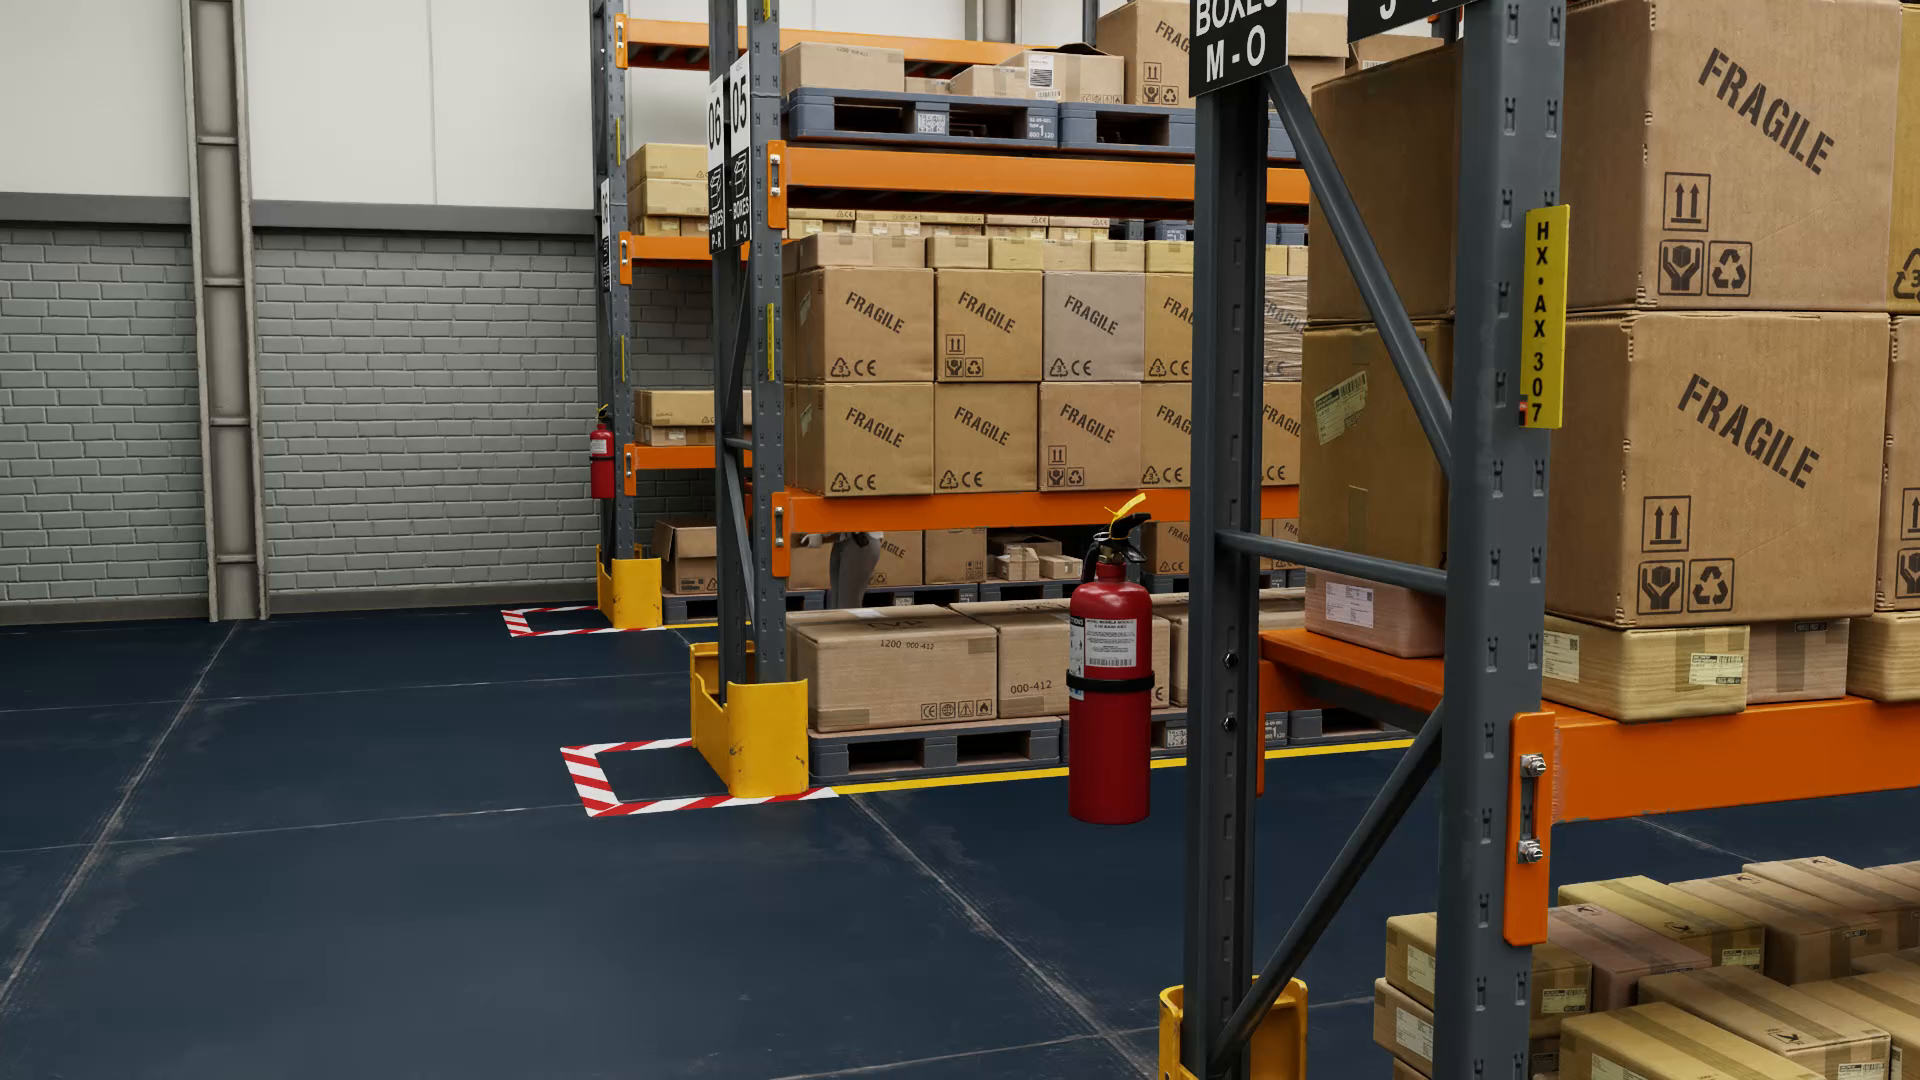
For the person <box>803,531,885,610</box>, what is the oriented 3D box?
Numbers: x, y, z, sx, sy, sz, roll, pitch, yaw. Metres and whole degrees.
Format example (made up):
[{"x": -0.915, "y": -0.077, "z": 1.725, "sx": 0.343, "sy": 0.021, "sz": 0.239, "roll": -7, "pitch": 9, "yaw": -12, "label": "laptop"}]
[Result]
[{"x": -0.661, "y": 0.047, "z": 9.471, "sx": 0.555, "sy": 1.689, "sz": 0.463, "roll": -2, "pitch": 6, "yaw": -21, "label": "person"}]
